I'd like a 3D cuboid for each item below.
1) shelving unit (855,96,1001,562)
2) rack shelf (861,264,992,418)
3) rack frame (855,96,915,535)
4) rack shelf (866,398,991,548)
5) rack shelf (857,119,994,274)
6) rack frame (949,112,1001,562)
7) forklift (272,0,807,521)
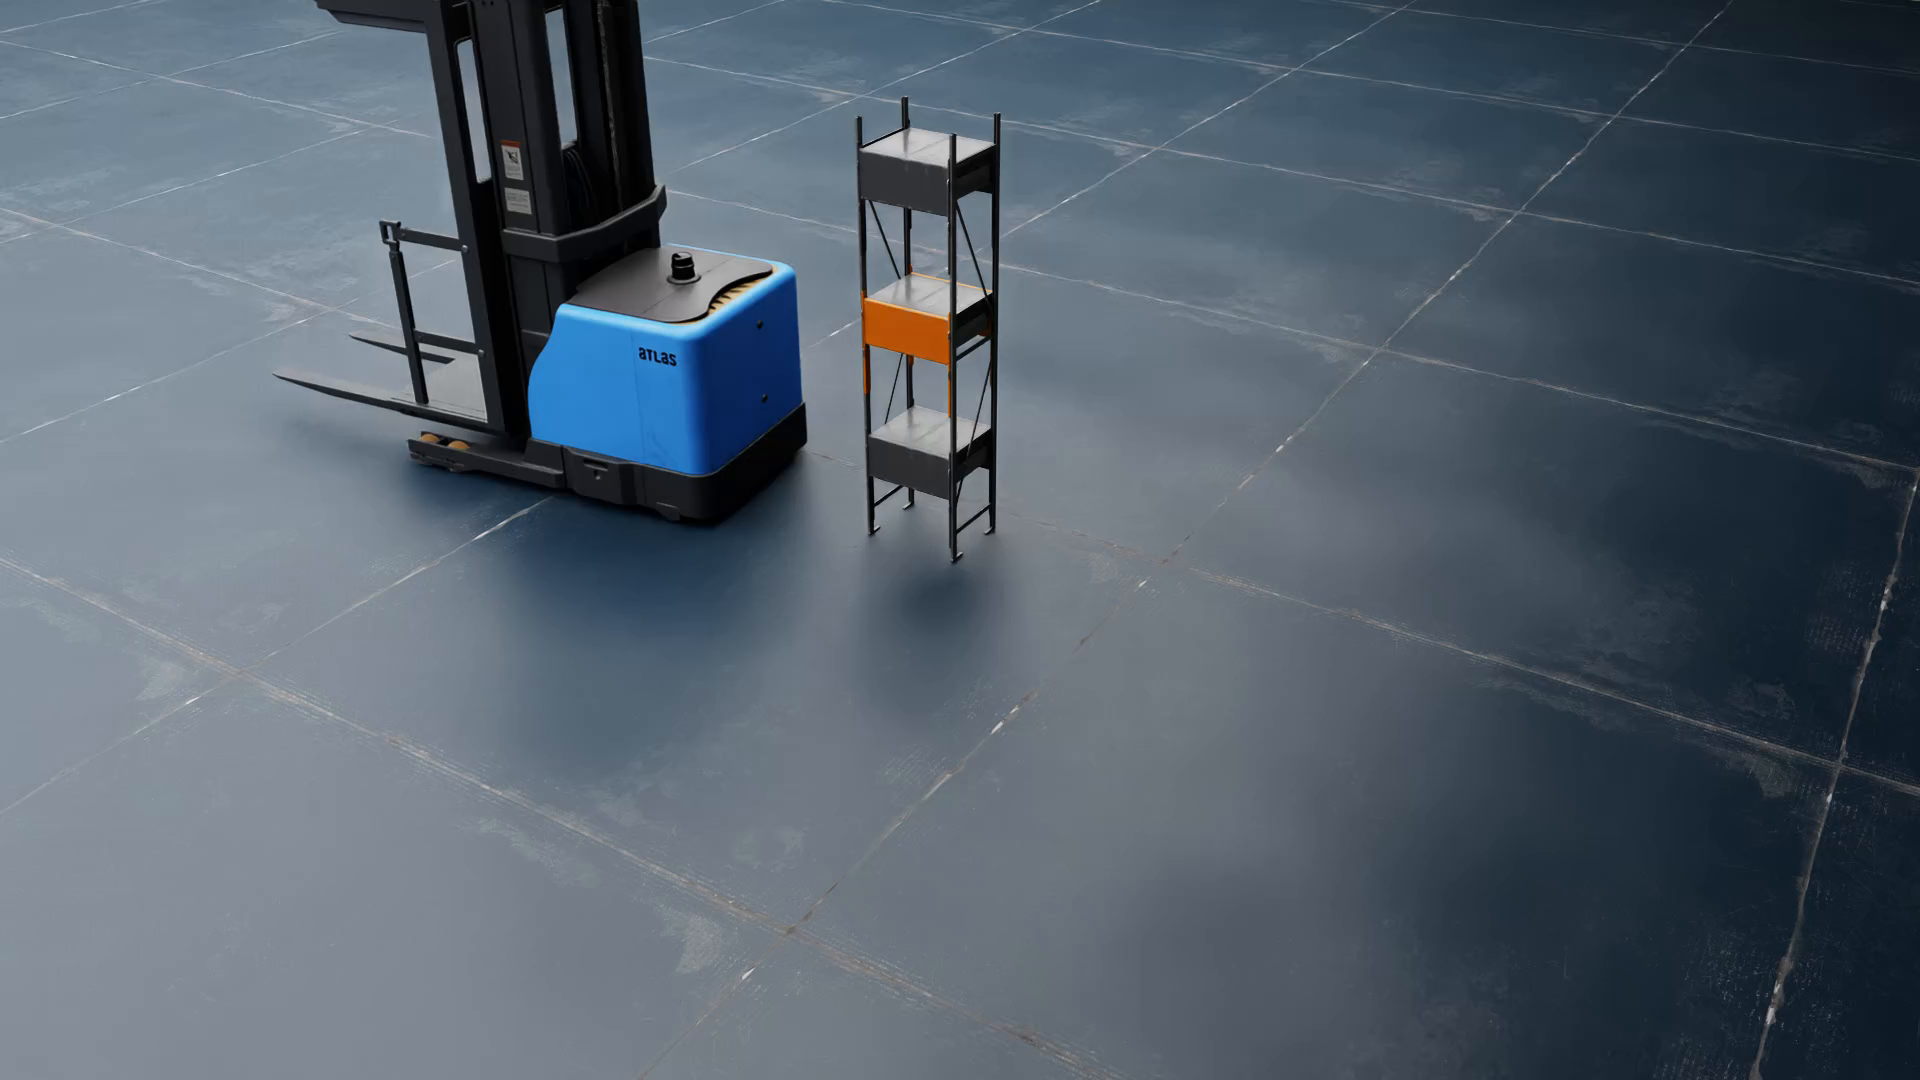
[{"bbox_3d":[-0.140,-0.951,7.797,0.503,2.100,0.431,18,35,27],"label":"shelving unit"},{"bbox_3d":[-0.140,-0.940,7.804,0.480,0.518,0.431,18,35,27],"label":"rack shelf"},{"bbox_3d":[-0.347,-1.017,7.909,0.015,2.100,0.400,18,35,27],"label":"rack frame"},{"bbox_3d":[-0.140,-0.335,8.157,0.480,0.518,0.431,18,35,27],"label":"rack shelf"},{"bbox_3d":[-0.140,-1.544,7.451,0.480,0.518,0.431,18,35,27],"label":"rack shelf"},{"bbox_3d":[0.066,-0.886,7.685,0.015,2.100,0.400,18,35,27],"label":"rack frame"},{"bbox_3d":[-2.389,-1.850,8.513,3.031,2.935,1.130,13,33,21],"label":"forklift"}]
